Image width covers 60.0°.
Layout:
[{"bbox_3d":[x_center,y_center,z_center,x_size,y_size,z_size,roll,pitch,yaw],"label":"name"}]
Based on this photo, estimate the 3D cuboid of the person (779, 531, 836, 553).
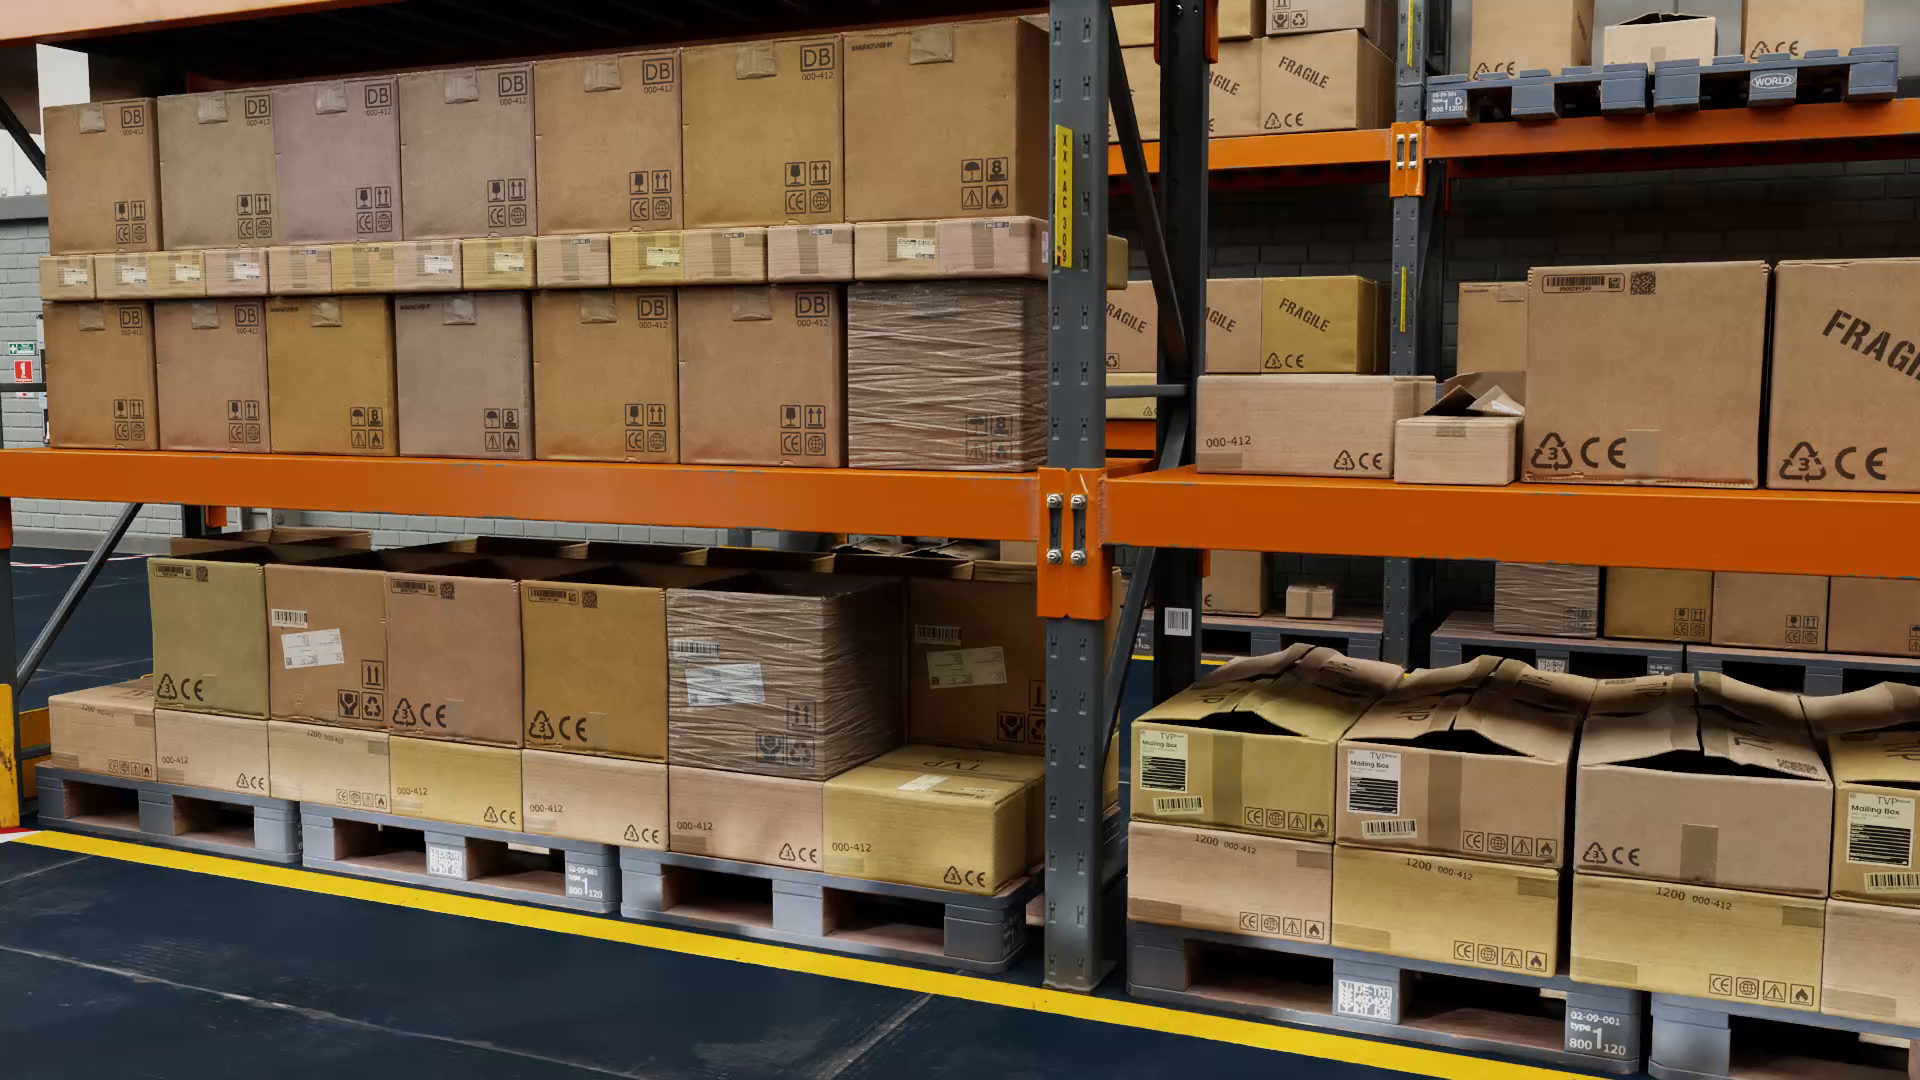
[{"bbox_3d":[-0.897,-0.163,9.026,0.501,1.656,0.441,2,6,23],"label":"person"}]
